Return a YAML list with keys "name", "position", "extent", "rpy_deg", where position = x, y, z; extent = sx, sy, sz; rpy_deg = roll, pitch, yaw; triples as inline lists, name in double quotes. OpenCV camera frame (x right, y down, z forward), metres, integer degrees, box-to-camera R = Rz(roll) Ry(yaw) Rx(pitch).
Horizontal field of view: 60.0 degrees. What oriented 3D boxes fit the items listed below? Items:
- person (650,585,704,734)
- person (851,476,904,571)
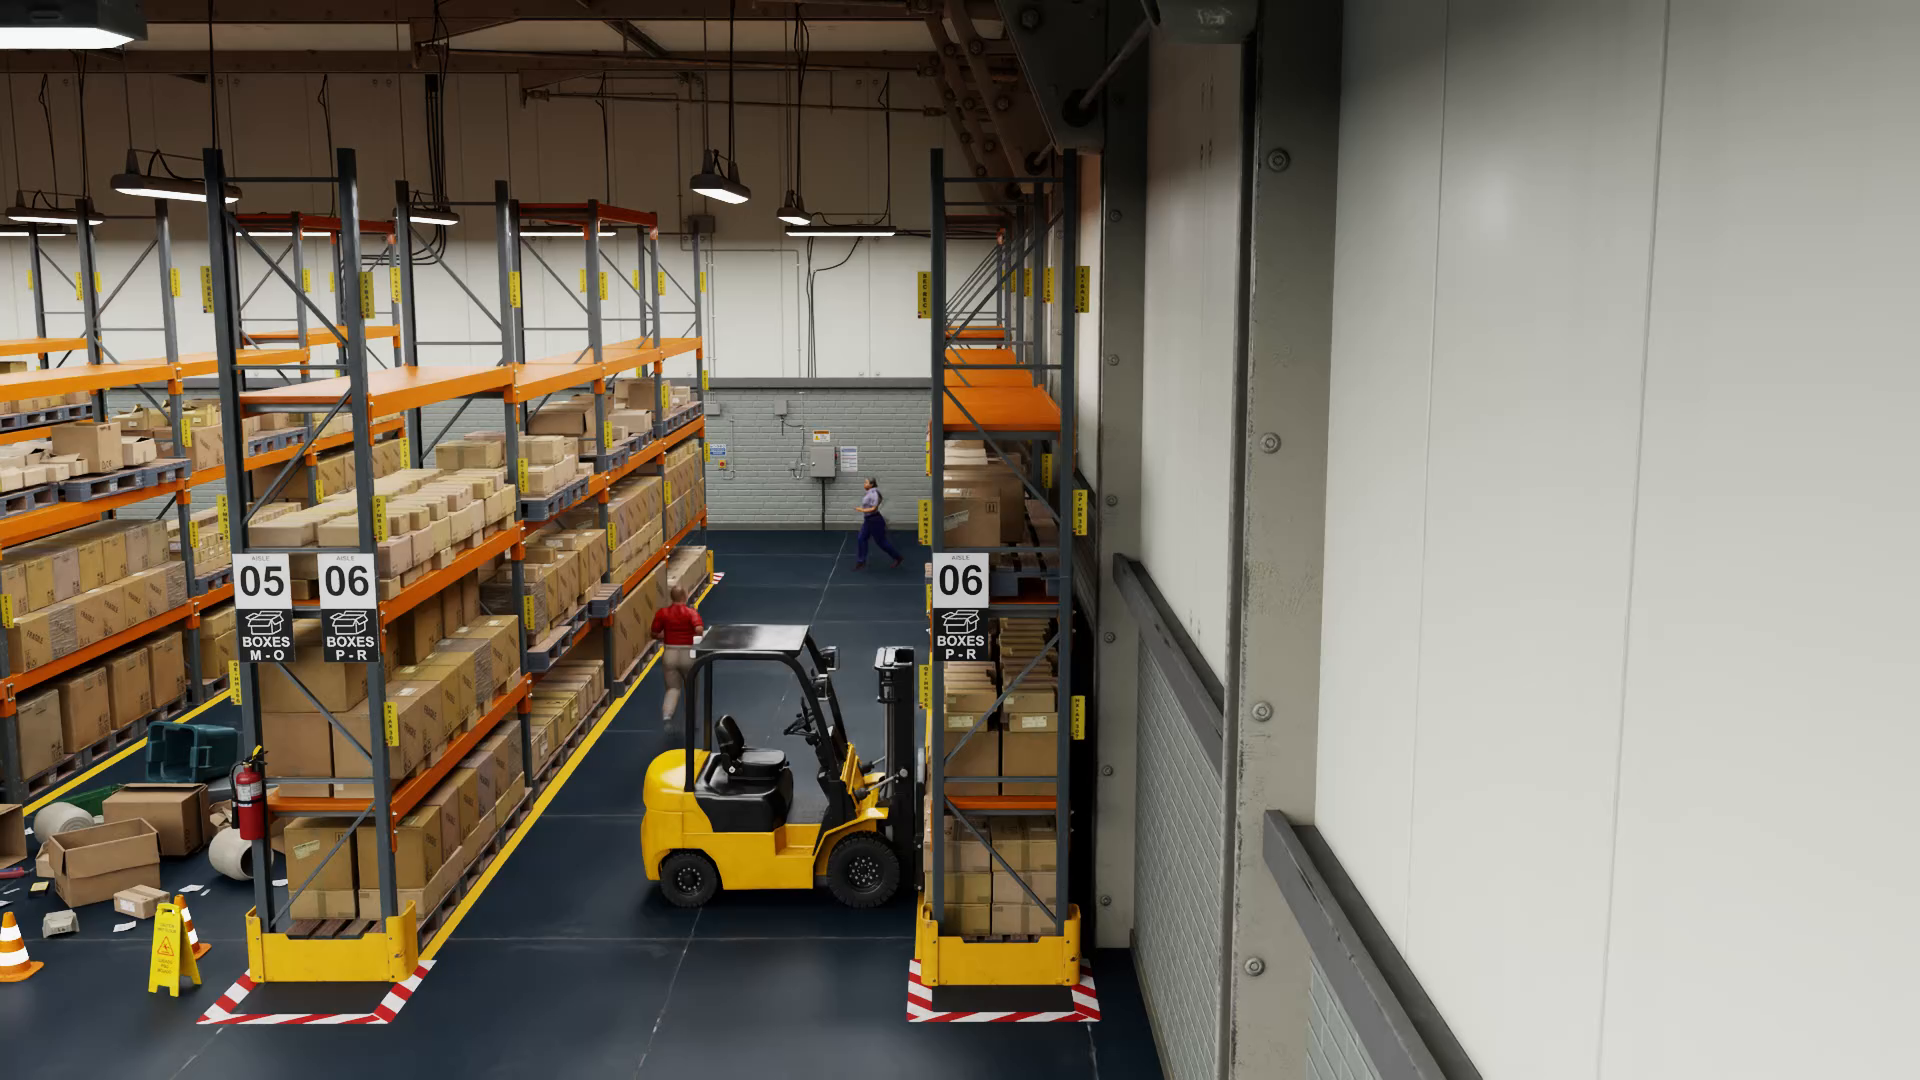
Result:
- name: "person"
  position: [-3.133, 1.365, 18.594]
  extent: [0.659, 1.739, 0.957]
  rpy_deg: [0, 9, 2]
- name: "person"
  position: [-1.452, -0.271, 29.042]
  extent: [0.902, 1.678, 0.642]
  rpy_deg: [-2, 9, -10]
